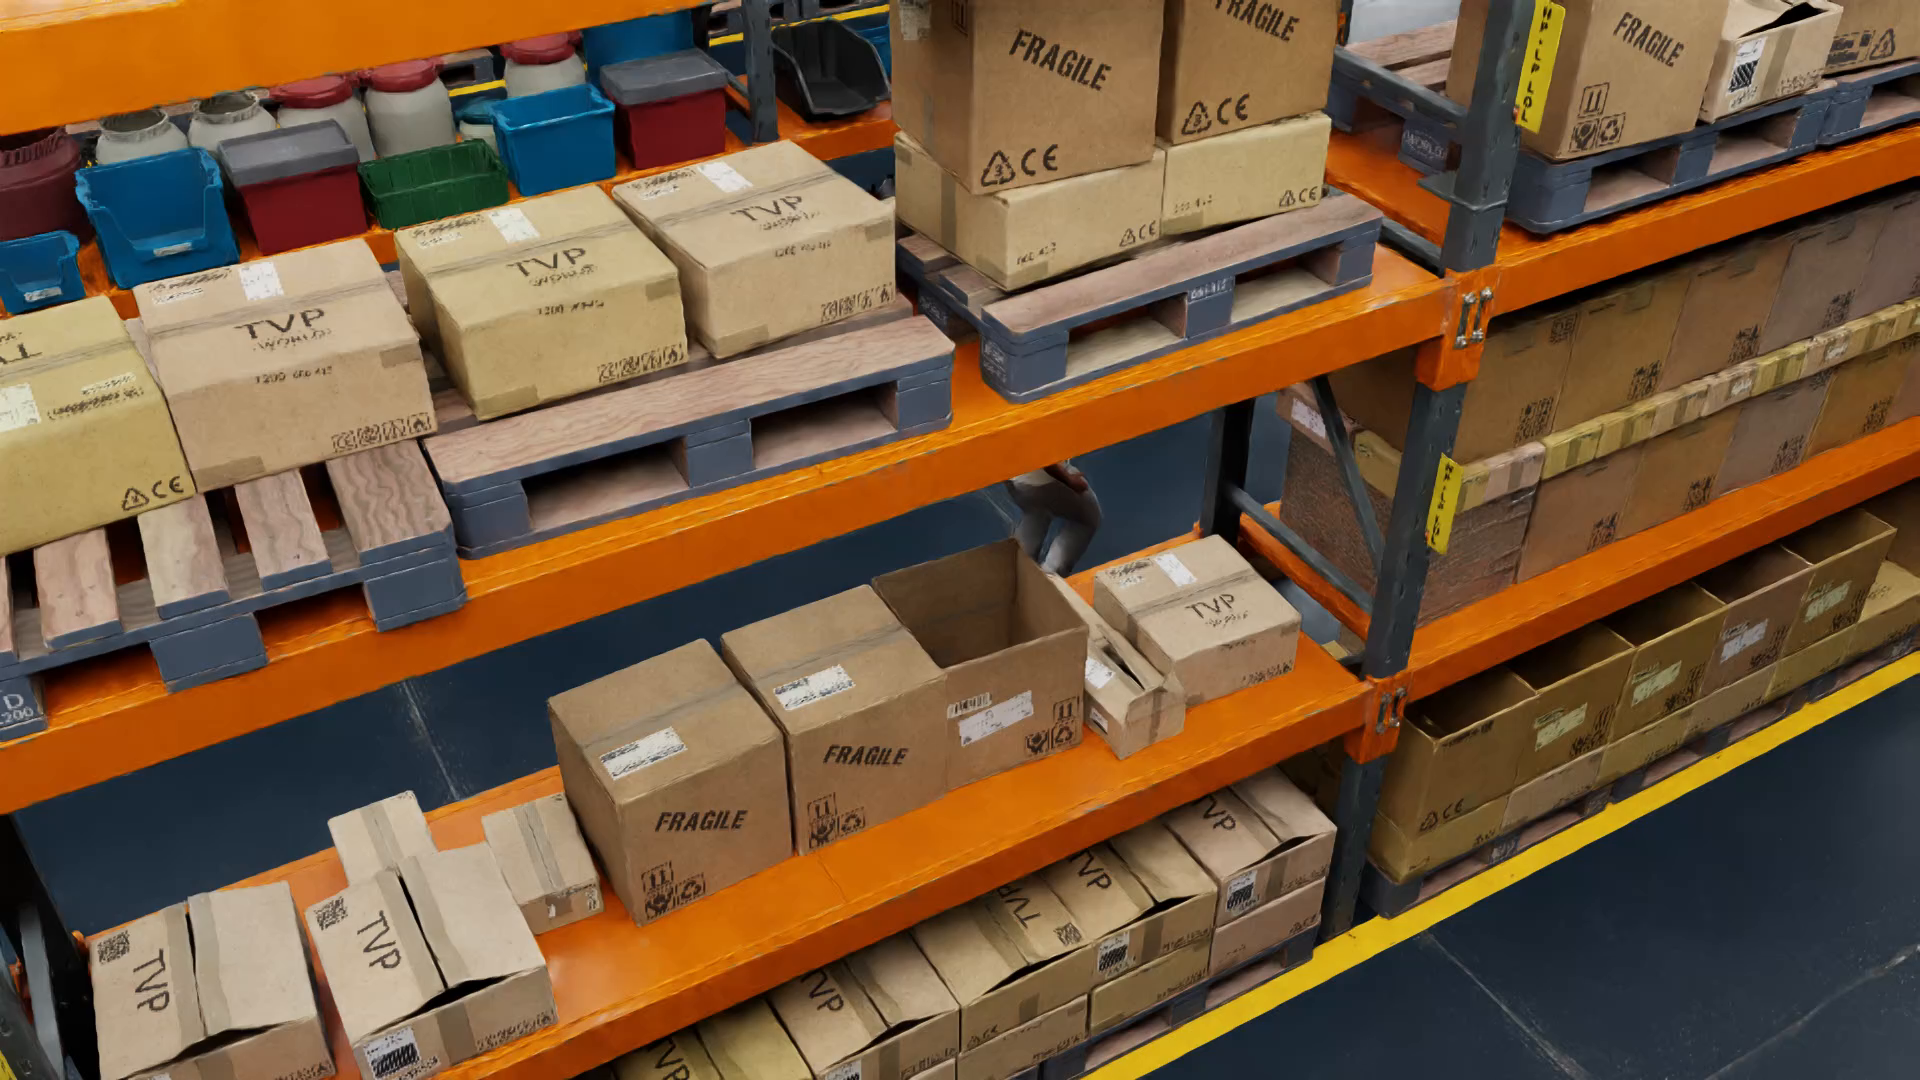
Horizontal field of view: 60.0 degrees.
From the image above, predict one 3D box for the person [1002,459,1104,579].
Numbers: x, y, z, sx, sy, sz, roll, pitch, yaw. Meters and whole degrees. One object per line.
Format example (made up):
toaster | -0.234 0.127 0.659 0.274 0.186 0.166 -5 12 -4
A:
person | 0.363 -0.369 7.424 0.505 1.660 0.640 -22 42 -27
